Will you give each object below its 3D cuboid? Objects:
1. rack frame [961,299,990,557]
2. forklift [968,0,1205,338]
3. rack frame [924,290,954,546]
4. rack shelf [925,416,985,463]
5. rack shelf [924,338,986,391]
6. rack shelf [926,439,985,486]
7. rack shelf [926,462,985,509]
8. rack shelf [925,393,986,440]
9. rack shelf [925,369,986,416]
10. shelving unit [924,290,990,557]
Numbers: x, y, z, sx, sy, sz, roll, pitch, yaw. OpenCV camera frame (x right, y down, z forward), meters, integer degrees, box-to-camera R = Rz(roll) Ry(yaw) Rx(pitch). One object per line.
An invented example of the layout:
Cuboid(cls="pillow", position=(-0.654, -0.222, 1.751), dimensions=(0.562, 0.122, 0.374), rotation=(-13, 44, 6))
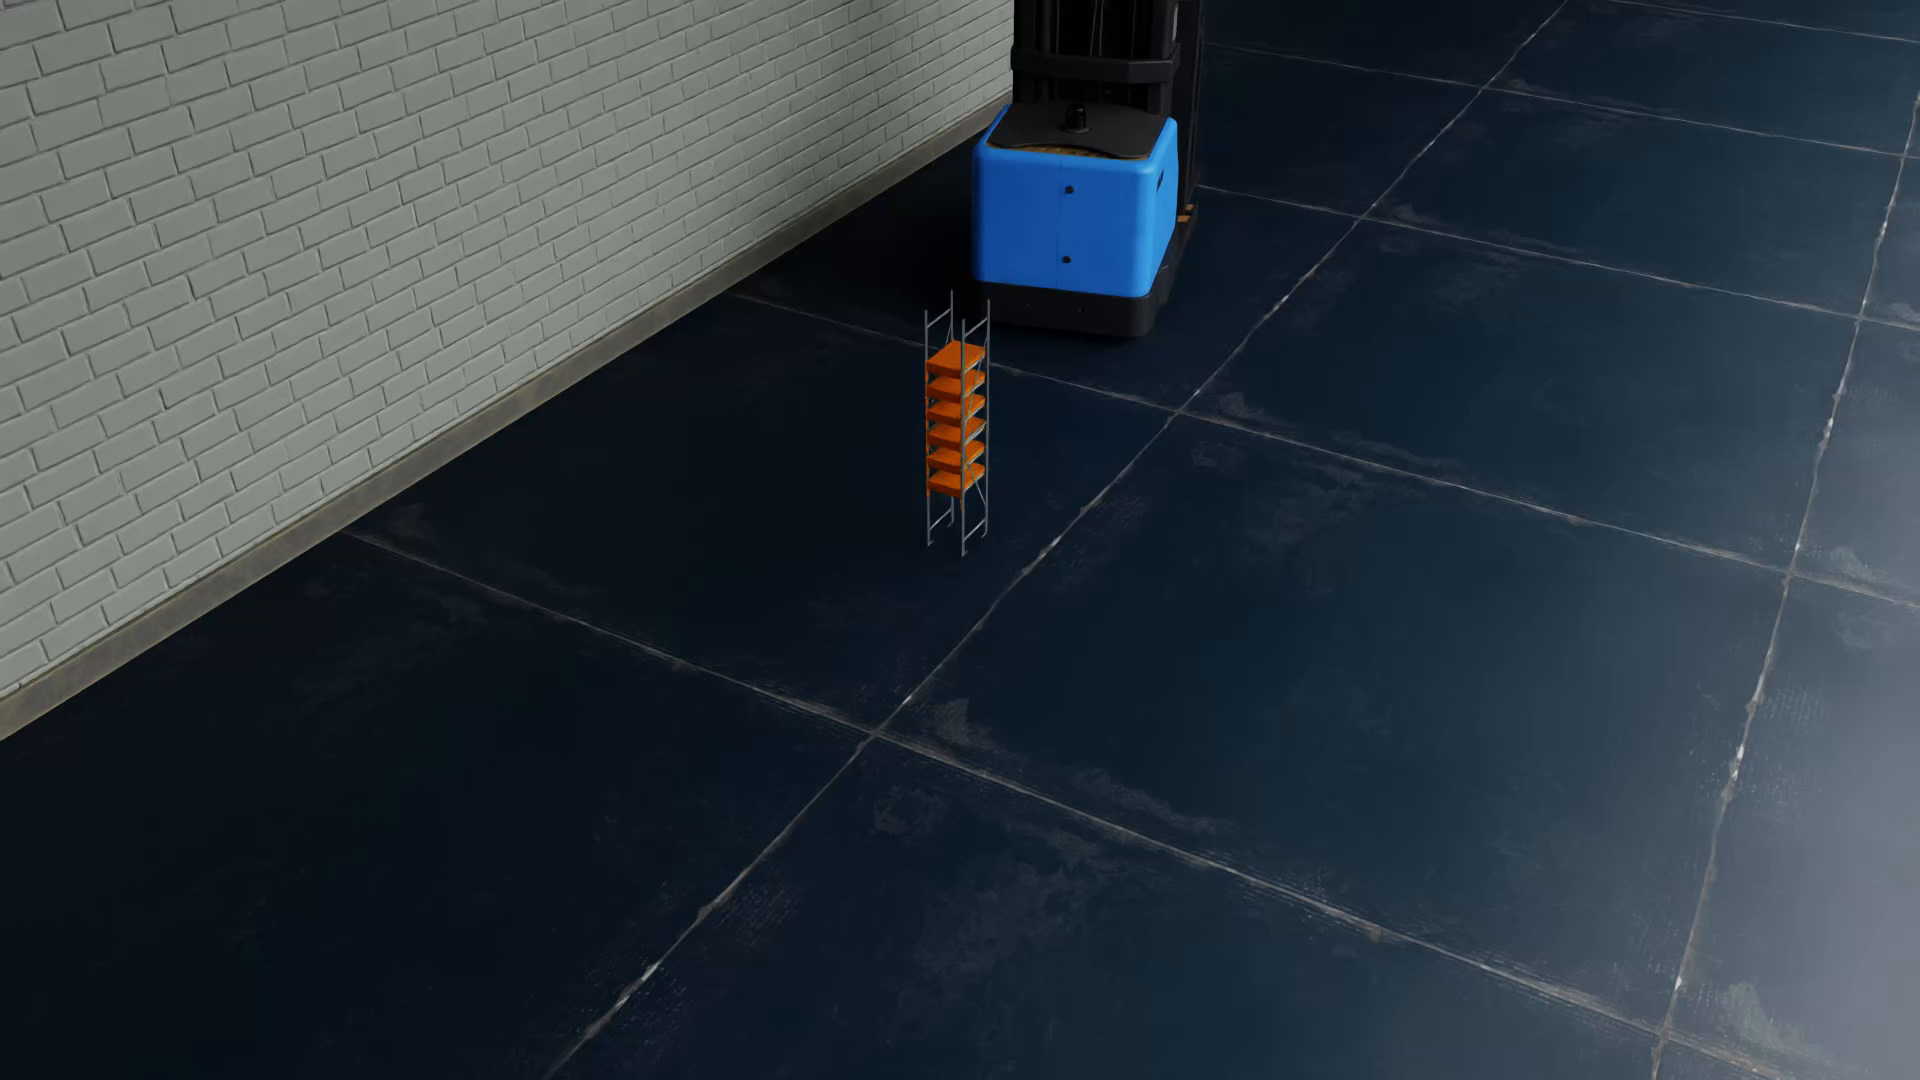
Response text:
Cuboid(cls="rack frame", position=(0.067, -0.478, 7.386), dimensions=(0.006, 1.200, 0.240), rotation=(18, 37, 24))
Cuboid(cls="forklift", position=(0.916, -3.167, 9.862), dimensions=(1.130, 2.935, 3.031), rotation=(8, 35, 12))
Cuboid(cls="rack frame", position=(-0.092, -0.529, 7.461), dimensions=(0.006, 1.200, 0.240), rotation=(18, 37, 24))
Cuboid(cls="rack shelf", position=(-0.013, -0.466, 7.448), dimensions=(0.180, 0.103, 0.258), rotation=(18, 37, 24))
Cuboid(cls="rack shelf", position=(-0.013, -0.766, 7.249), dimensions=(0.180, 0.103, 0.258), rotation=(18, 37, 24))
Cuboid(cls="rack shelf", position=(-0.013, -0.367, 7.515), dimensions=(0.180, 0.103, 0.258), rotation=(18, 37, 24))
Cuboid(cls="rack shelf", position=(-0.013, -0.267, 7.581), dimensions=(0.180, 0.103, 0.258), rotation=(18, 37, 24))
Cuboid(cls="rack shelf", position=(-0.013, -0.566, 7.382), dimensions=(0.180, 0.103, 0.258), rotation=(18, 37, 24))
Cuboid(cls="rack shelf", position=(-0.013, -0.666, 7.315), dimensions=(0.180, 0.103, 0.258), rotation=(18, 37, 24))
Cuboid(cls="shelving unit", position=(-0.013, -0.503, 7.423), dimensions=(0.189, 1.200, 0.258), rotation=(18, 37, 24))
